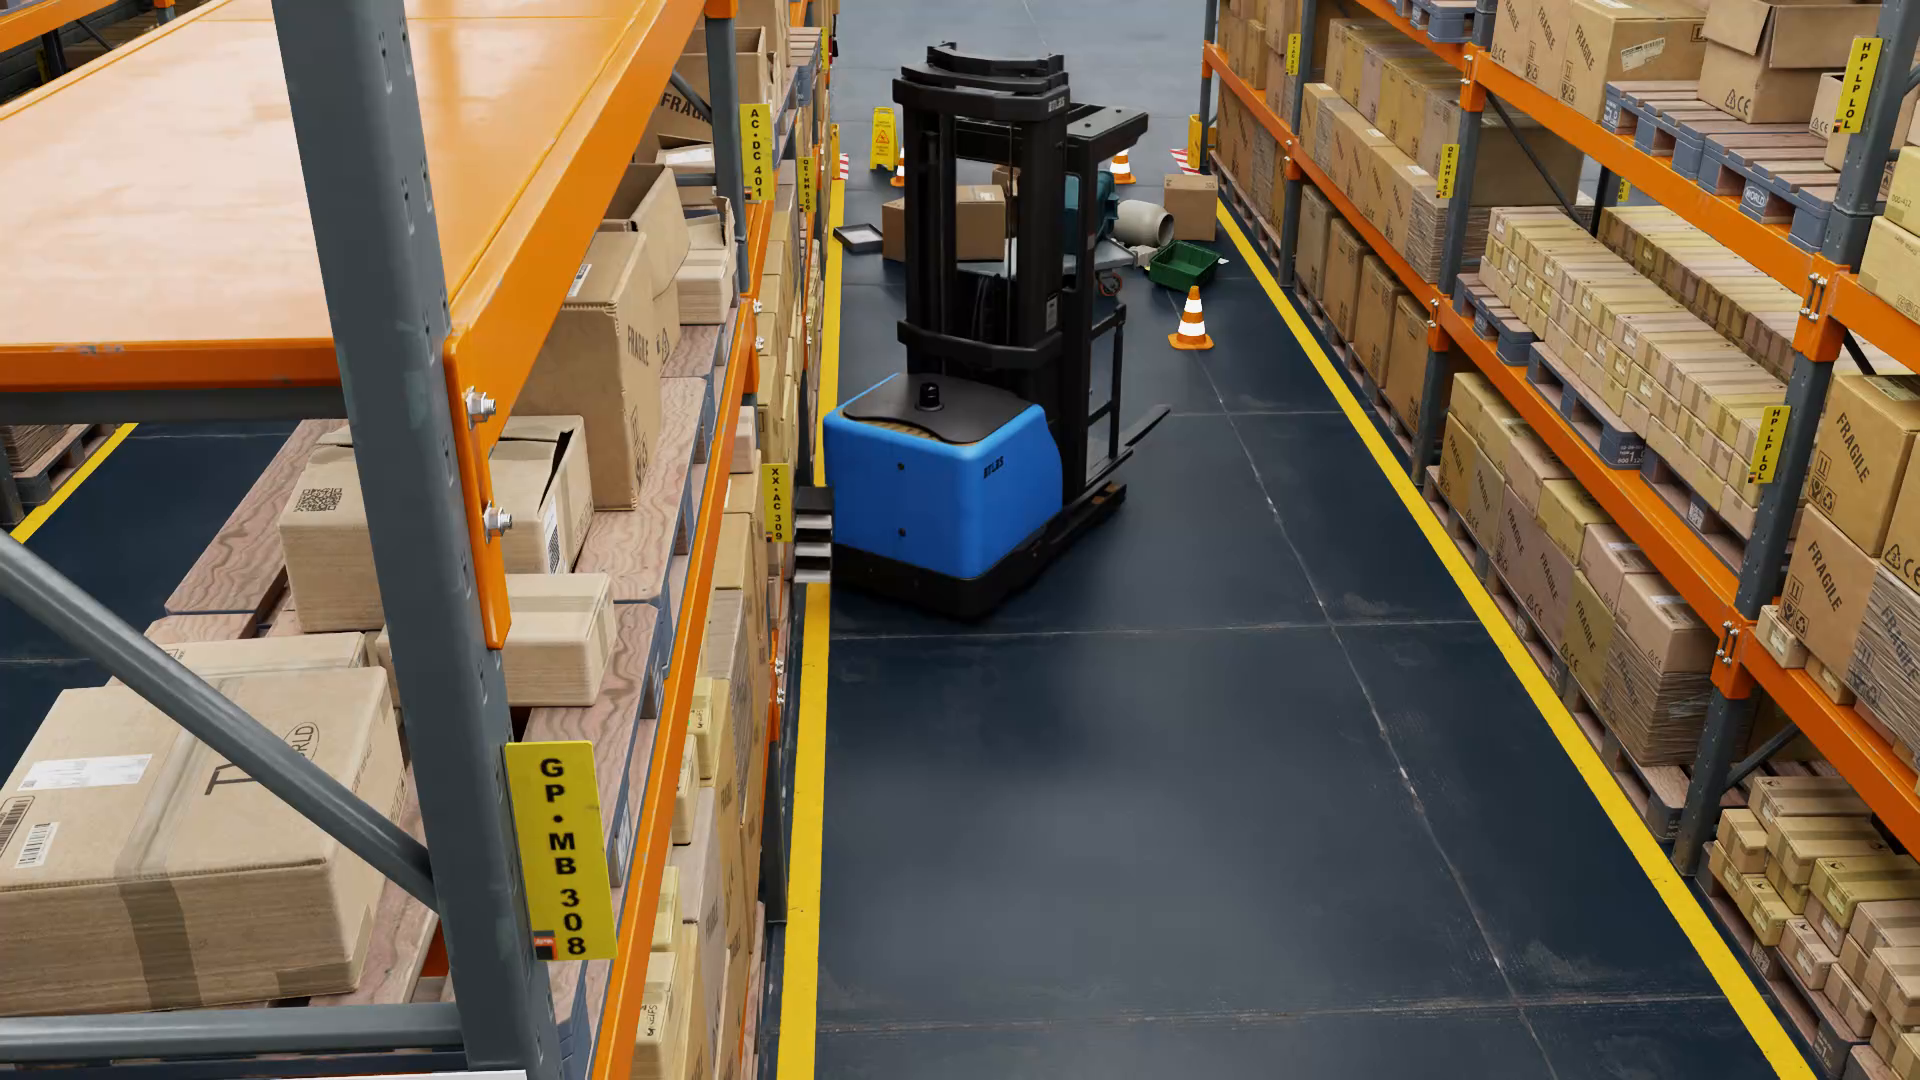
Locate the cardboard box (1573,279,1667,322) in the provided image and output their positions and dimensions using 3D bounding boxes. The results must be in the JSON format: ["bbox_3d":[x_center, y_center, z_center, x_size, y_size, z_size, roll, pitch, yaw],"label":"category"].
[{"bbox_3d":[3.389,-1.231,8.542,0.380,0.149,0.250,-1,28,-1],"label":"cardboard box"}]

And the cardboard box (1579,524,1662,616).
[{"bbox_3d":[3.392,0.143,8.169,0.500,0.250,0.500,0,28,0],"label":"cardboard box"}]

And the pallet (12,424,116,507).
[{"bbox_3d":[-6.411,-0.575,11.124,1.003,0.211,1.213,-1,28,-3],"label":"pallet"}]

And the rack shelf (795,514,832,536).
[{"bbox_3d":[-0.803,-0.127,9.168,0.200,0.077,0.258,2,33,-3],"label":"rack shelf"}]

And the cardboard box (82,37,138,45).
[{"bbox_3d":[-6.906,-3.998,13.541,0.380,0.149,0.250,-2,28,-4],"label":"cardboard box"}]

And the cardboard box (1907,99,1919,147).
[{"bbox_3d":[3.470,-1.392,5.623,0.380,0.149,0.250,-2,28,-4],"label":"cardboard box"}]

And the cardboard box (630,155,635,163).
[{"bbox_3d":[-1.497,-1.583,6.440,0.500,0.311,0.500,-1,28,-3],"label":"cardboard box"}]

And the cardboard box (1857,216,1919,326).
[{"bbox_3d":[3.457,-0.914,5.677,0.500,0.250,0.500,0,28,0],"label":"cardboard box"}]

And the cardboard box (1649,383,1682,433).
[{"bbox_3d":[3.435,-0.619,7.689,0.380,0.149,0.250,-2,28,-4],"label":"cardboard box"}]

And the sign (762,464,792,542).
[{"bbox_3d":[-0.687,-0.138,6.248,0.100,0.325,0.005,-1,28,-3],"label":"sign"}]

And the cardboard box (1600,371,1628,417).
[{"bbox_3d":[3.407,-0.726,8.215,0.380,0.149,0.250,0,28,0],"label":"cardboard box"}]

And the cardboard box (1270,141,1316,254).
[{"bbox_3d":[3.316,-3.101,14.796,0.875,0.875,0.875,-1,28,-2],"label":"cardboard box"}]

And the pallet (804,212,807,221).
[{"bbox_3d":[-1.594,-2.380,11.777,1.003,0.211,1.213,-1,28,-3],"label":"pallet"}]

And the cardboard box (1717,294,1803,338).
[{"bbox_3d":[4.049,-1.124,8.335,0.380,0.149,0.250,-1,28,-1],"label":"cardboard box"}]

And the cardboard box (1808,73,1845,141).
[{"bbox_3d":[3.860,-1.759,6.777,0.500,0.311,0.500,-2,28,-3],"label":"cardboard box"}]

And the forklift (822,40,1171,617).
[{"bbox_3d":[0.404,-1.511,9.978,1.130,2.935,3.031,15,31,27],"label":"forklift"}]

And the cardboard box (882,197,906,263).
[{"bbox_3d":[-0.356,-2.819,15.113,0.500,0.500,0.500,19,33,32],"label":"cardboard box"}]

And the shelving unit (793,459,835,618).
[{"bbox_3d":[-0.812,-0.004,9.247,0.210,0.900,0.258,2,33,-3],"label":"shelving unit"}]

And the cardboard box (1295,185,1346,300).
[{"bbox_3d":[3.401,-2.469,13.720,1.050,0.750,0.750,-2,28,-3],"label":"cardboard box"}]

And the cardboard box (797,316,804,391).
[{"bbox_3d":[-1.122,-1.022,9.129,0.500,0.250,0.500,-1,28,-2],"label":"cardboard box"}]

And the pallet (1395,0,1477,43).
[{"bbox_3d":[3.401,-3.260,10.218,1.213,0.211,1.003,0,28,0],"label":"pallet"}]

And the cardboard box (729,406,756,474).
[{"bbox_3d":[-0.907,-0.345,5.778,0.380,0.149,0.250,-2,28,-4],"label":"cardboard box"}]

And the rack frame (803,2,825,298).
[{"bbox_3d":[-1.659,-3.399,13.523,1.000,3.000,0.127,-1,28,-3],"label":"rack frame"}]

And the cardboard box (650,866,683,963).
[{"bbox_3d":[-0.790,0.834,3.517,0.380,0.149,0.250,-2,28,-4],"label":"cardboard box"}]

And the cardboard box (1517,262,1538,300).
[{"bbox_3d":[3.346,-1.448,9.279,0.380,0.149,0.250,-2,28,-4],"label":"cardboard box"}]

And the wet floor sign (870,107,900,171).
[{"bbox_3d":[-0.809,-4.316,17.827,0.267,0.644,0.232,8,29,15],"label":"wet floor sign"}]

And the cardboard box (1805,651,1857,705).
[{"bbox_3d":[3.472,0.497,6.325,0.380,0.149,0.250,-1,28,-1],"label":"cardboard box"}]

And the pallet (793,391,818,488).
[{"bbox_3d":[-1.490,-0.676,11.318,1.003,0.211,1.213,-1,28,-3],"label":"pallet"}]

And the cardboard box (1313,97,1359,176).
[{"bbox_3d":[3.065,-3.127,12.894,0.500,0.500,0.500,-1,28,-2],"label":"cardboard box"}]

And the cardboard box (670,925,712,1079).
[{"bbox_3d":[-0.807,1.188,3.539,0.500,0.500,0.500,-2,28,-4],"label":"cardboard box"}]

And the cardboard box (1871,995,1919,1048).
[{"bbox_3d":[3.550,1.729,5.998,0.380,0.149,0.250,0,28,0],"label":"cardboard box"}]

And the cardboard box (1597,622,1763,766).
[{"bbox_3d":[3.406,0.716,7.883,0.500,0.500,0.500,-2,28,-4],"label":"cardboard box"}]

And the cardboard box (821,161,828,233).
[{"bbox_3d":[-1.420,-2.978,14.424,0.500,0.500,0.500,0,28,0],"label":"cardboard box"}]

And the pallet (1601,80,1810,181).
[{"bbox_3d":[3.714,-1.884,7.578,1.213,0.211,1.003,-1,28,-3],"label":"pallet"}]

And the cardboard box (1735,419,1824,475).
[{"bbox_3d":[3.481,-0.390,6.928,0.380,0.149,0.250,0,28,0],"label":"cardboard box"}]

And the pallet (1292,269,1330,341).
[{"bbox_3d":[3.394,-1.974,13.807,1.003,0.211,1.213,-1,28,-3],"label":"pallet"}]

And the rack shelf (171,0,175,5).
[{"bbox_3d":[-6.720,-5.212,14.534,1.077,0.370,4.000,-1,28,-3],"label":"rack shelf"}]

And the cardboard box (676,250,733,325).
[{"bbox_3d":[-0.875,-0.744,4.899,0.380,0.149,0.250,-1,28,-1],"label":"cardboard box"}]

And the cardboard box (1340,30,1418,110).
[{"bbox_3d":[3.340,-3.586,12.693,0.700,0.500,0.500,-2,28,-3],"label":"cardboard box"}]

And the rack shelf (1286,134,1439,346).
[{"bbox_3d":[3.383,-2.323,12.237,1.077,0.370,4.000,-1,28,-3],"label":"rack shelf"}]

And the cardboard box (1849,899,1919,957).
[{"bbox_3d":[3.562,1.472,6.170,0.380,0.149,0.250,-2,28,-4],"label":"cardboard box"}]

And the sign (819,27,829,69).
[{"bbox_3d":[-1.105,-3.927,13.284,0.100,0.325,0.005,-1,28,-3],"label":"sign"}]

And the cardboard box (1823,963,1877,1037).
[{"bbox_3d":[3.537,1.735,6.308,0.380,0.149,0.250,-2,28,-4],"label":"cardboard box"}]

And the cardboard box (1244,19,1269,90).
[{"bbox_3d":[3.158,-4.550,15.568,0.875,0.550,0.500,-1,28,-3],"label":"cardboard box"}]

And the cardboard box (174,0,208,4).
[{"bbox_3d":[-7.061,-4.826,15.127,0.380,0.149,0.250,-2,28,-4],"label":"cardboard box"}]

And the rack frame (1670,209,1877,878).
[{"bbox_3d":[3.697,0.129,6.758,1.000,3.000,0.127,-1,28,-3],"label":"rack frame"}]

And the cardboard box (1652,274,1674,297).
[{"bbox_3d":[4.013,-1.347,9.085,0.380,0.149,0.250,-1,28,-3],"label":"cardboard box"}]

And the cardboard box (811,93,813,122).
[{"bbox_3d":[-1.406,-3.554,12.936,0.500,0.500,0.500,-2,28,-4],"label":"cardboard box"}]

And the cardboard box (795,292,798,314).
[{"bbox_3d":[-1.141,-1.253,9.030,0.500,0.250,0.500,-2,28,-4],"label":"cardboard box"}]

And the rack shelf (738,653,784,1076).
[{"bbox_3d":[-1.137,1.538,4.835,1.077,0.370,4.000,-1,28,-3],"label":"rack shelf"}]

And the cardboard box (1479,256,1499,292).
[{"bbox_3d":[3.310,-1.581,9.856,0.380,0.149,0.250,-2,28,-3],"label":"cardboard box"}]

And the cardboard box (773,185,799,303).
[{"bbox_3d":[-1.127,-1.570,8.828,0.500,0.500,0.500,-1,28,-2],"label":"cardboard box"}]

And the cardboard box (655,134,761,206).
[{"bbox_3d":[-0.918,-1.401,6.139,0.396,0.266,0.258,-2,28,-3],"label":"cardboard box"}]

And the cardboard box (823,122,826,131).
[{"bbox_3d":[-1.413,-3.686,15.080,0.380,0.149,0.250,0,28,0],"label":"cardboard box"}]
